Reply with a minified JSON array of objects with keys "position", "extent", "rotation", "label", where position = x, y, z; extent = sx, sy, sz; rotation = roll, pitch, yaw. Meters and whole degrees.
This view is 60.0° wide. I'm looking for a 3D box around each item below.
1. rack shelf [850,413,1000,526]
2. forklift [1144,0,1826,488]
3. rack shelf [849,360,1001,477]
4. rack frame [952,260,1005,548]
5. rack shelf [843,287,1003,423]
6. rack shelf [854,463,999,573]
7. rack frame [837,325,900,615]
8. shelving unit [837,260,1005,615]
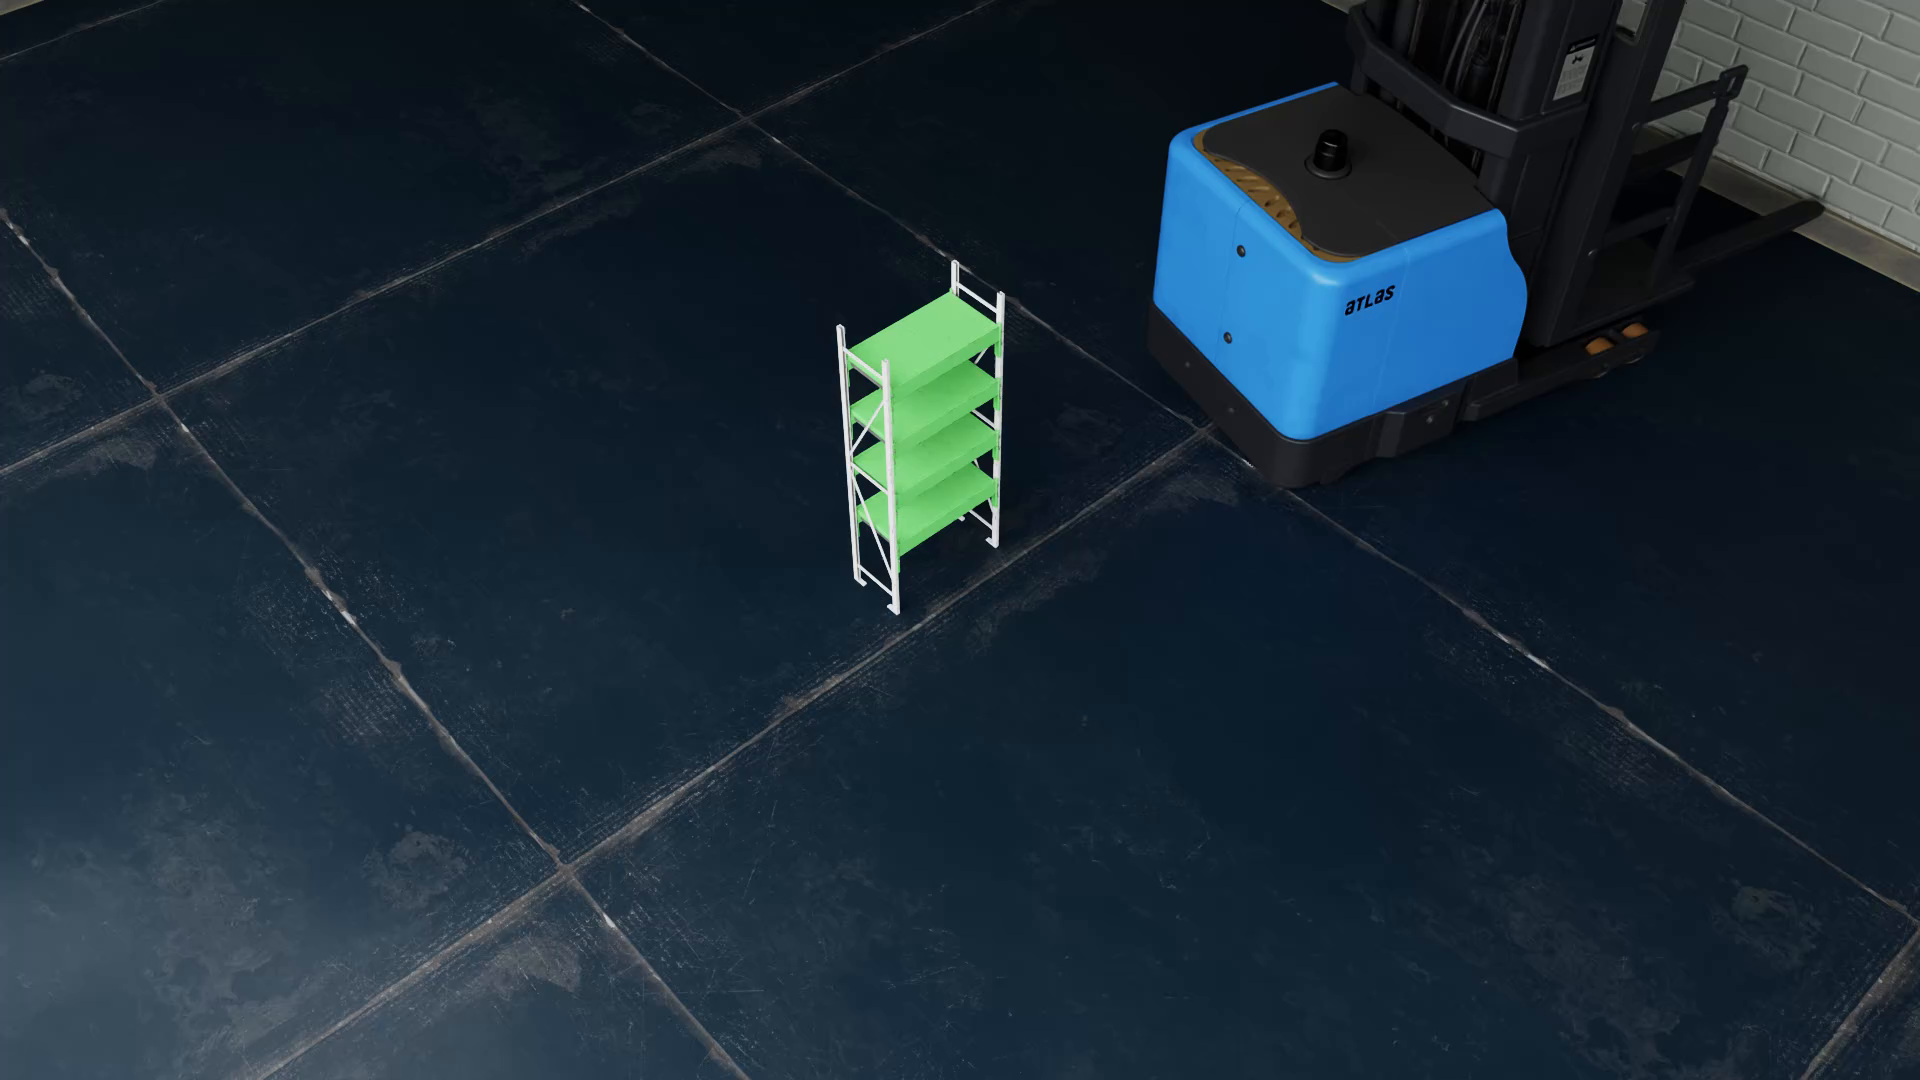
[{"position":[-0.122,-0.282,5.780],"extent":[0.480,0.148,0.258],"rotation":[-34,56,-27],"label":"rack shelf"},{"position":[2.309,-1.983,6.086],"extent":[3.031,2.935,1.130],"rotation":[-22,51,-19],"label":"forklift"},{"position":[-0.122,-0.444,5.604],"extent":[0.480,0.148,0.258],"rotation":[-34,56,-27],"label":"rack shelf"},{"position":[0.058,-0.446,5.845],"extent":[0.015,1.200,0.240],"rotation":[-34,56,-27],"label":"rack frame"},{"position":[-0.122,-0.607,5.428],"extent":[0.480,0.148,0.258],"rotation":[-34,56,-27],"label":"rack shelf"},{"position":[-0.122,-0.119,5.957],"extent":[0.480,0.148,0.258],"rotation":[-34,56,-27],"label":"rack shelf"},{"position":[-0.303,-0.204,5.622],"extent":[0.015,1.200,0.240],"rotation":[-34,56,-27],"label":"rack frame"},{"position":[-0.122,-0.325,5.734],"extent":[0.503,1.200,0.258],"rotation":[-34,56,-27],"label":"shelving unit"}]
